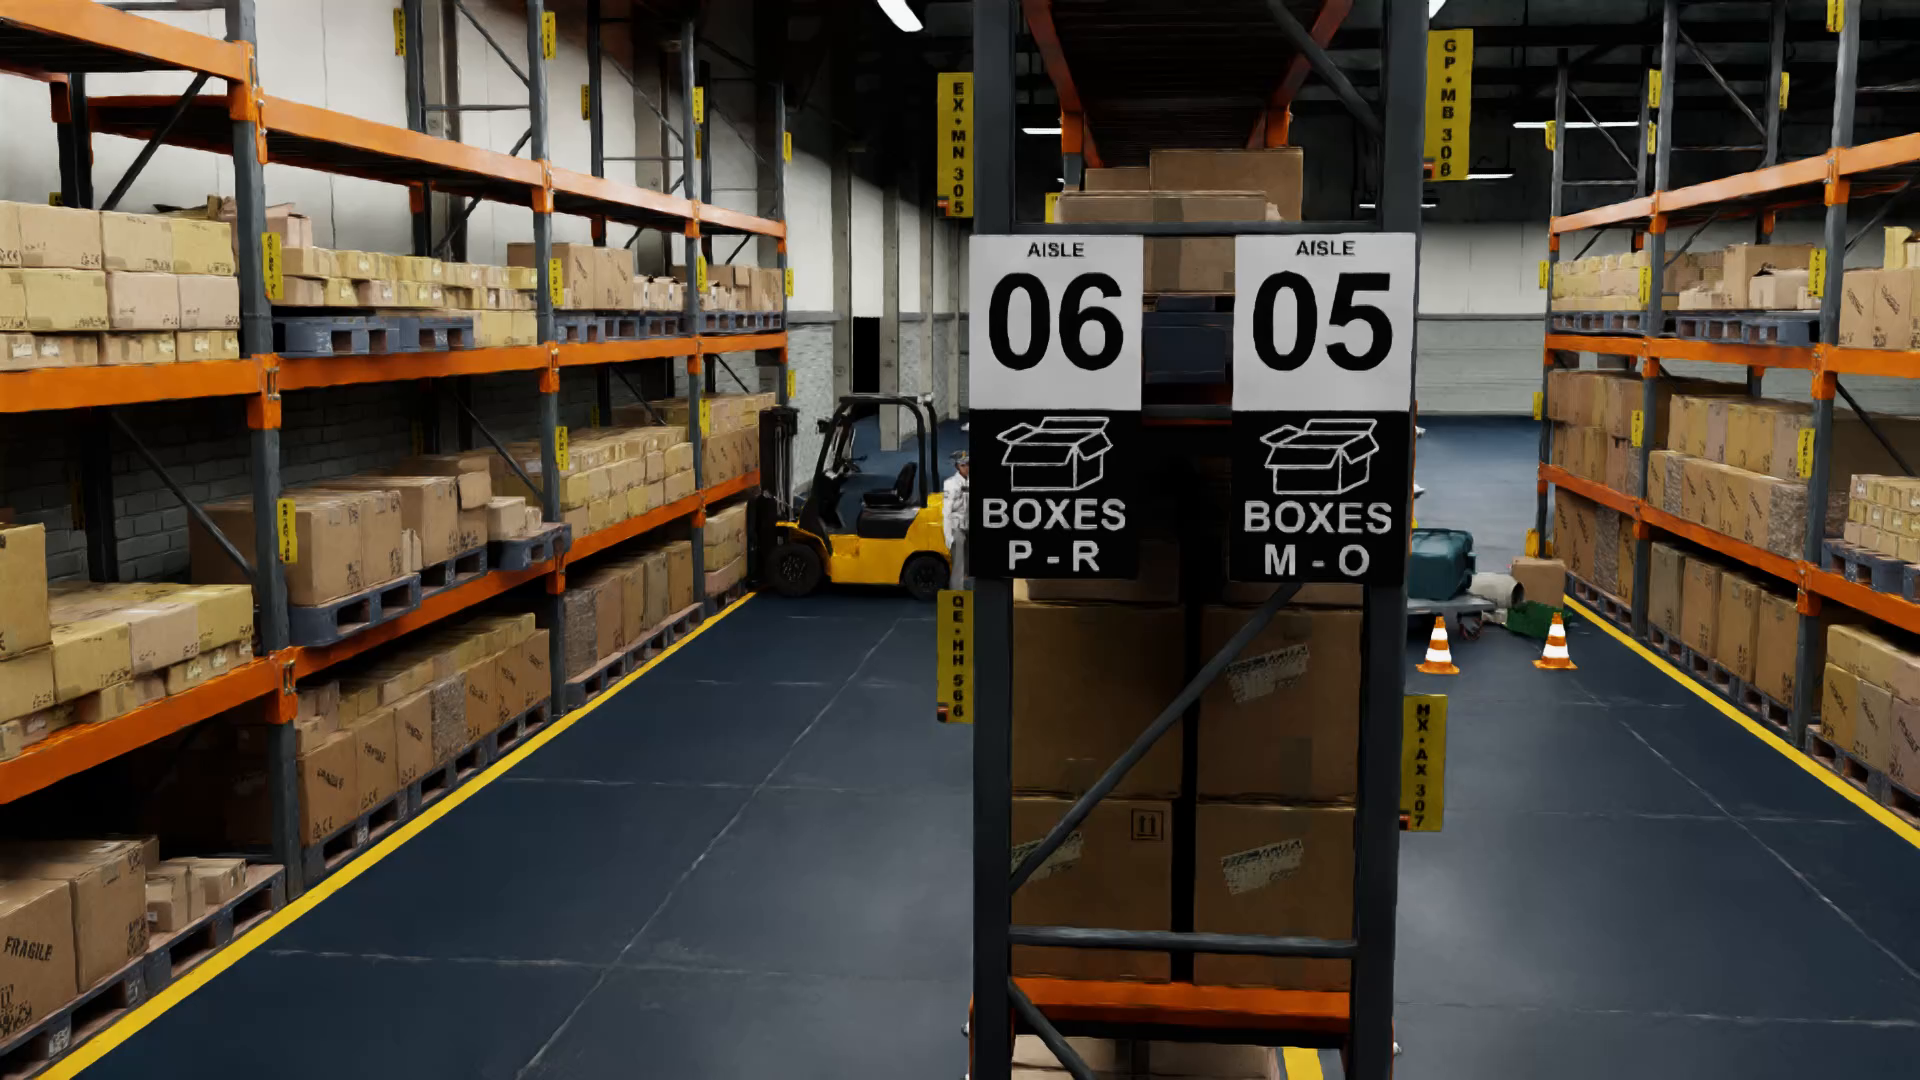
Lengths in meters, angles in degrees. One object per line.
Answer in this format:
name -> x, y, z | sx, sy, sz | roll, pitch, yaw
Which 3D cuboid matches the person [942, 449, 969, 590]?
person -> 0.049, -0.074, 16.625 | 0.534, 1.673, 0.569 | 5, 9, 35
